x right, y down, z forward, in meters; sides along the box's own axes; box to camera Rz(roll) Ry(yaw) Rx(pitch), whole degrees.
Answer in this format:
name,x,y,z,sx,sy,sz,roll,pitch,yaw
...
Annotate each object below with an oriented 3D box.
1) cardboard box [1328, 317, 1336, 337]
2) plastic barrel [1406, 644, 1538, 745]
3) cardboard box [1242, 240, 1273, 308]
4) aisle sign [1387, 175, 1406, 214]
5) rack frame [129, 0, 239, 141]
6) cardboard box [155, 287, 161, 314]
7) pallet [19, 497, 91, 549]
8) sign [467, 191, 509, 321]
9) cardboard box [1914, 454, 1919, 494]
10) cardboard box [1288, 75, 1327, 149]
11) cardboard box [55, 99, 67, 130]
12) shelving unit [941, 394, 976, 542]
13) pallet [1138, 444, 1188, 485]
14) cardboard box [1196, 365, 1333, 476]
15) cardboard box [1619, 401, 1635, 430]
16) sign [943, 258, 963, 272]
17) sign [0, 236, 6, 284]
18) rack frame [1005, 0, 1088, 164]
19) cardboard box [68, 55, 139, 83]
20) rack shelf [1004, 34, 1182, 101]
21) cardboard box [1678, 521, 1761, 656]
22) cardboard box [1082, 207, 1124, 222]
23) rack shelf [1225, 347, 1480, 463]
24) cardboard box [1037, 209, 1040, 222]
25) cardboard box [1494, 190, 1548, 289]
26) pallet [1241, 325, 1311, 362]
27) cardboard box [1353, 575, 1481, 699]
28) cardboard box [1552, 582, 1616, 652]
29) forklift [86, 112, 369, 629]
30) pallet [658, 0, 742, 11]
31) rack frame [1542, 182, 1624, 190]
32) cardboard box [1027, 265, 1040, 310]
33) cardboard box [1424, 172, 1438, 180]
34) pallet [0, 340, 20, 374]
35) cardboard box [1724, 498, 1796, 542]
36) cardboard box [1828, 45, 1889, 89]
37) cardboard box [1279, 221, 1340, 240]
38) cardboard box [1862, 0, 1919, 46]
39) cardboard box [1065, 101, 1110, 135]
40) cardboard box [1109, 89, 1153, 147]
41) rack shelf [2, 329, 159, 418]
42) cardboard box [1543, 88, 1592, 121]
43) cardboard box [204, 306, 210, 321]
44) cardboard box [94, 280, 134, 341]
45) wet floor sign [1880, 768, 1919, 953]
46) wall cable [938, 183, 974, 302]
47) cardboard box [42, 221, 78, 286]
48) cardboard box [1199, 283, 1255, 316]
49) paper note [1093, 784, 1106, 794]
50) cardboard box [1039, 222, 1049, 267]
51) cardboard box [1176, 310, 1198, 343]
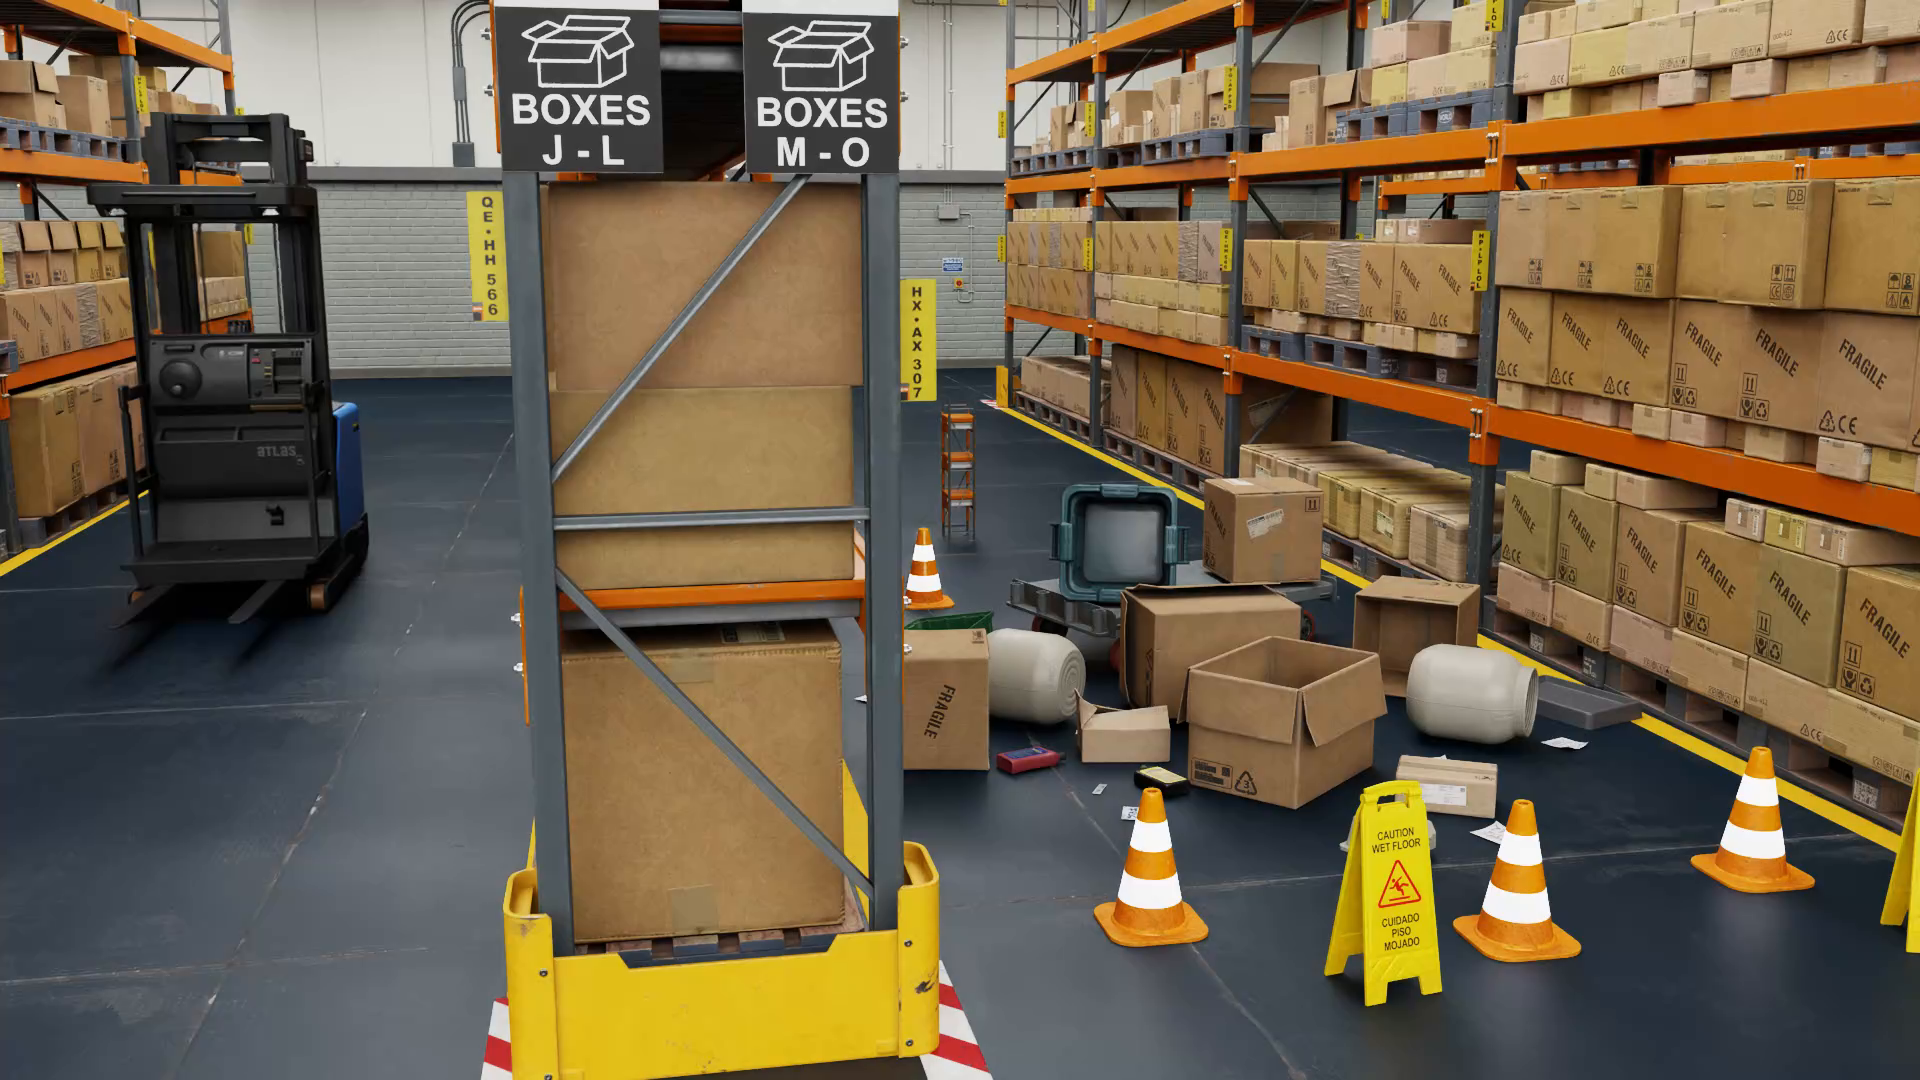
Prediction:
name,x,y,z,sx,sy,sz,roll,pitch,yaw
cardboard box,2.782,-1.487,11.534,0.380,0.149,0.250,-2,11,-9
plastic barrel,2.290,0.691,7.434,0.512,0.421,0.421,6,12,28
cardboard box,2.481,-2.029,12.647,0.500,0.500,0.500,-2,11,-13
aisle sign,5.632,-4.645,21.628,0.394,0.787,0.004,-2,11,-11
rack frame,-8.656,-5.772,18.455,1.000,3.000,0.127,-2,11,-11
cardboard box,-7.712,-2.259,15.651,0.500,0.250,0.500,-2,11,-12
pallet,-7.179,-0.135,12.342,1.003,0.211,1.213,-2,11,-11
sign,-1.194,-0.720,4.228,0.100,0.325,0.005,-2,11,-11
cardboard box,3.736,-0.231,6.058,0.380,0.149,0.250,-2,11,-12
cardboard box,2.795,-3.067,11.996,0.700,0.500,0.500,-2,11,-11
cardboard box,-7.753,-3.523,13.776,0.500,0.311,0.500,-3,11,-13
shelving unit,-0.010,-0.526,12.150,0.215,1.050,0.252,-2,11,-11
pallet,2.308,-0.719,15.409,1.003,0.211,1.213,-2,11,-11
cardboard box,2.568,-1.010,14.042,0.875,0.875,0.875,-2,11,-12
cardboard box,3.424,-0.605,8.026,0.380,0.149,0.250,-2,11,-11
sign,-0.114,-4.361,26.363,0.327,0.218,0.001,-2,11,-11
sign,-6.569,-1.909,11.319,0.100,0.325,0.005,-2,11,-11
rack frame,1.065,-6.132,20.349,1.000,3.000,0.127,-2,11,-11
cardboard box,-8.054,-4.411,15.661,0.500,0.250,0.500,-3,11,-15
rack shelf,1.454,-5.216,18.526,1.077,0.370,4.000,-2,11,-11
cardboard box,3.569,0.199,7.352,0.500,0.500,0.500,-2,11,-12
cardboard box,1.471,-3.356,17.128,0.380,0.149,0.250,-2,11,-12
rack shelf,3.010,-0.998,11.341,1.077,0.370,4.000,-2,11,-11
cardboard box,1.100,-3.731,19.098,0.380,0.149,0.250,-2,11,-10
cardboard box,3.272,-1.582,8.750,0.700,0.500,0.500,-2,11,-12
pallet,2.864,-1.497,12.552,1.213,0.211,1.003,-2,11,-11
cardboard box,2.273,0.488,8.288,0.500,0.500,0.500,6,12,28
cardboard box,3.364,0.376,8.432,0.500,0.250,0.500,-1,11,-8
forklift,-4.381,-1.054,9.897,1.130,2.935,3.031,-2,11,-10
pallet,-0.813,-1.618,4.890,1.003,0.211,1.213,-2,11,-11
rack frame,6.711,-2.633,18.007,1.000,3.000,0.127,-2,11,-11
cardboard box,1.084,-2.950,19.407,0.500,0.500,0.500,-2,11,-11
cardboard box,5.883,-4.458,20.244,0.380,0.149,0.250,-2,11,-11
pallet,-6.857,-1.137,10.659,1.213,0.211,1.003,-2,11,-11
cardboard box,3.533,-0.090,7.139,0.380,0.149,0.250,-2,11,-9
cardboard box,3.655,-1.844,6.509,0.380,0.149,0.250,-2,11,-11
cardboard box,2.765,-2.358,13.620,0.500,0.500,0.500,-2,11,-13
cardboard box,3.730,-1.974,6.127,0.500,0.250,0.500,-2,11,-12
cardboard box,1.549,-4.478,18.010,0.797,0.503,0.637,-1,11,-7
cardboard box,1.730,-4.009,15.822,0.500,0.500,0.500,-2,11,-12
rack shelf,-7.489,-1.371,13.302,1.077,0.370,4.000,-2,11,-11
cardboard box,3.213,-2.218,8.479,0.380,0.149,0.250,-2,11,-11
cardboard box,-7.914,-2.320,17.036,0.380,0.149,0.250,-2,11,-13
cardboard box,-7.429,-1.974,14.276,0.500,0.500,0.500,-2,11,-9
wet floor sign,3.164,0.979,5.325,0.267,0.644,0.232,2,11,9
wall cable,-0.055,-4.733,26.241,0.585,1.953,0.123,-2,11,-11
cardboard box,-7.487,-2.277,13.185,0.797,0.503,0.637,-2,11,-9
cardboard box,2.278,-1.970,13.586,0.500,0.250,0.500,-2,11,-11
paper note,0.572,1.020,6.812,0.032,0.001,0.123,4,11,18
cardboard box,1.192,-3.347,18.818,0.500,0.500,0.500,-2,11,-11
cardboard box,2.153,-1.821,14.142,0.500,0.250,0.500,-2,11,-10
